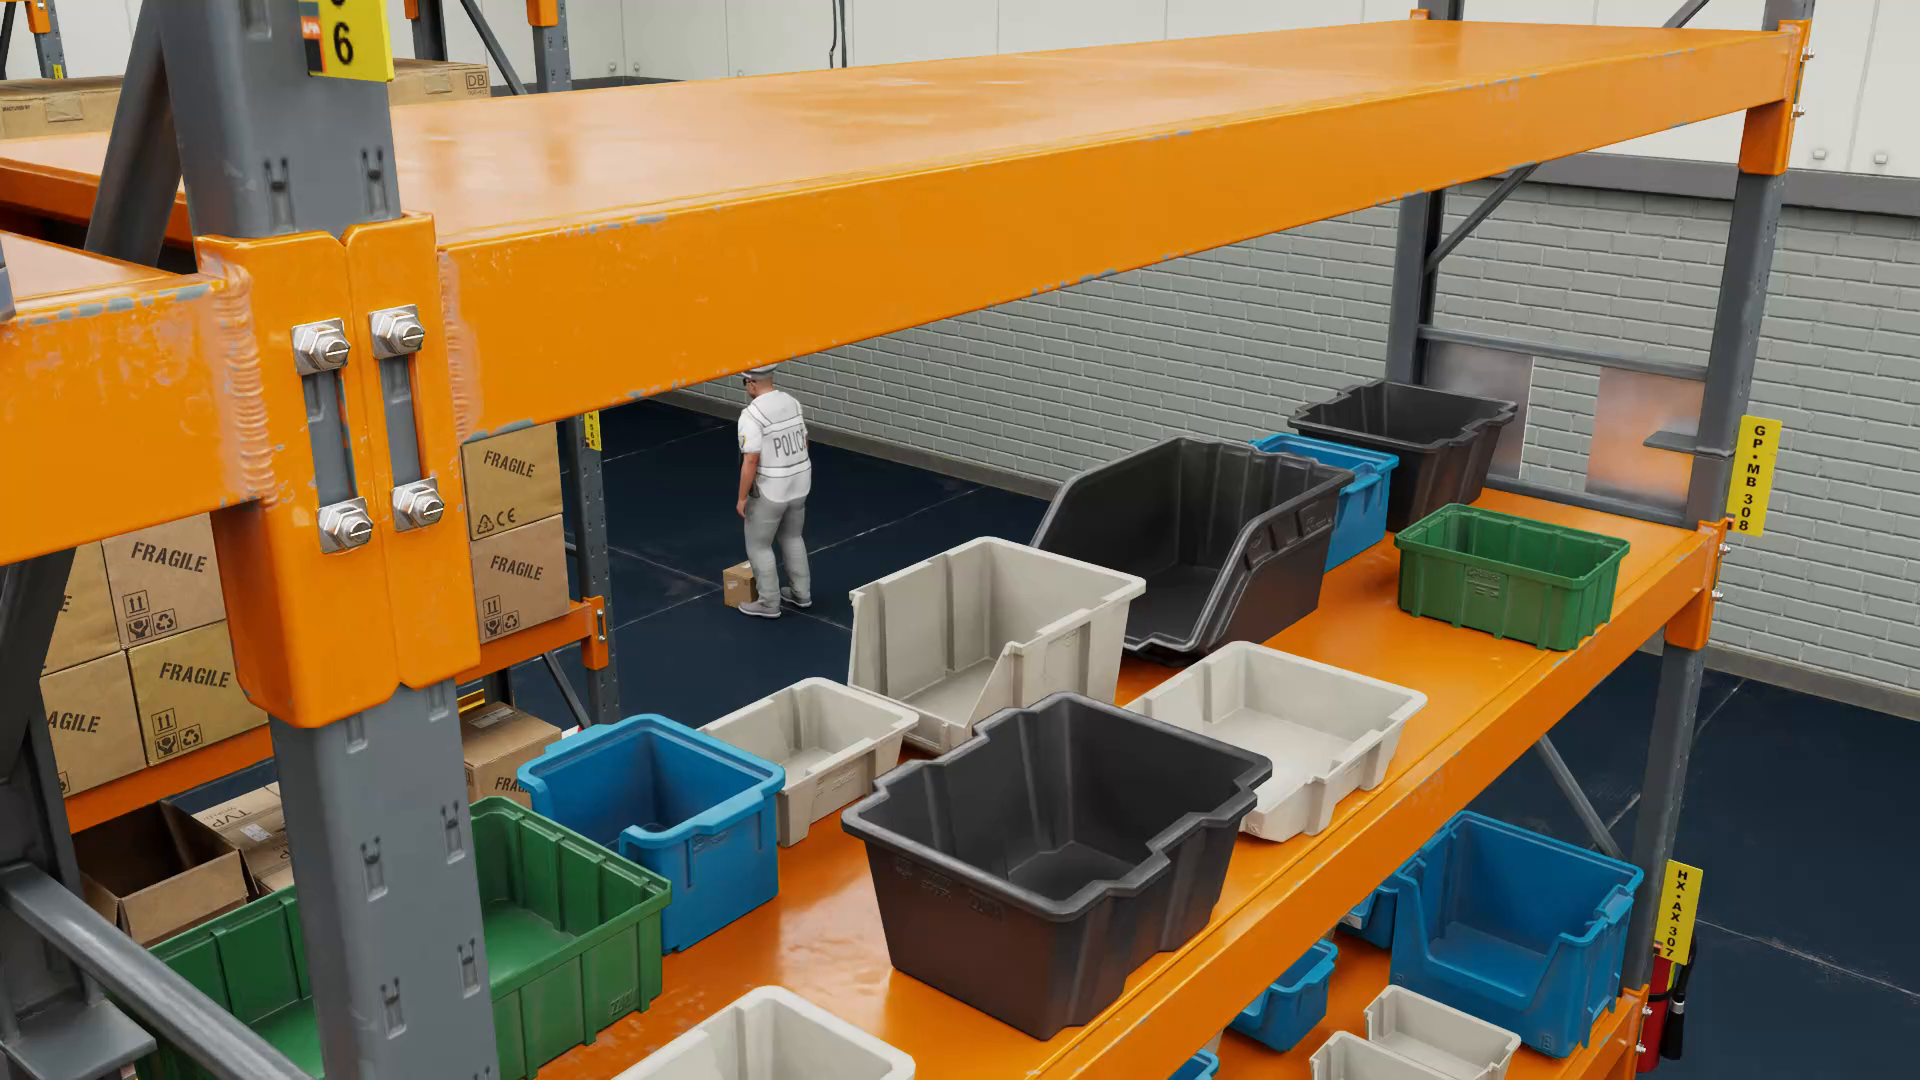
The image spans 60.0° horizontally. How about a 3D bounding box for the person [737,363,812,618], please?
[{"bbox_3d":[-1.233,-0.335,10.985,0.466,1.745,0.586,15,25,36],"label":"person"}]
